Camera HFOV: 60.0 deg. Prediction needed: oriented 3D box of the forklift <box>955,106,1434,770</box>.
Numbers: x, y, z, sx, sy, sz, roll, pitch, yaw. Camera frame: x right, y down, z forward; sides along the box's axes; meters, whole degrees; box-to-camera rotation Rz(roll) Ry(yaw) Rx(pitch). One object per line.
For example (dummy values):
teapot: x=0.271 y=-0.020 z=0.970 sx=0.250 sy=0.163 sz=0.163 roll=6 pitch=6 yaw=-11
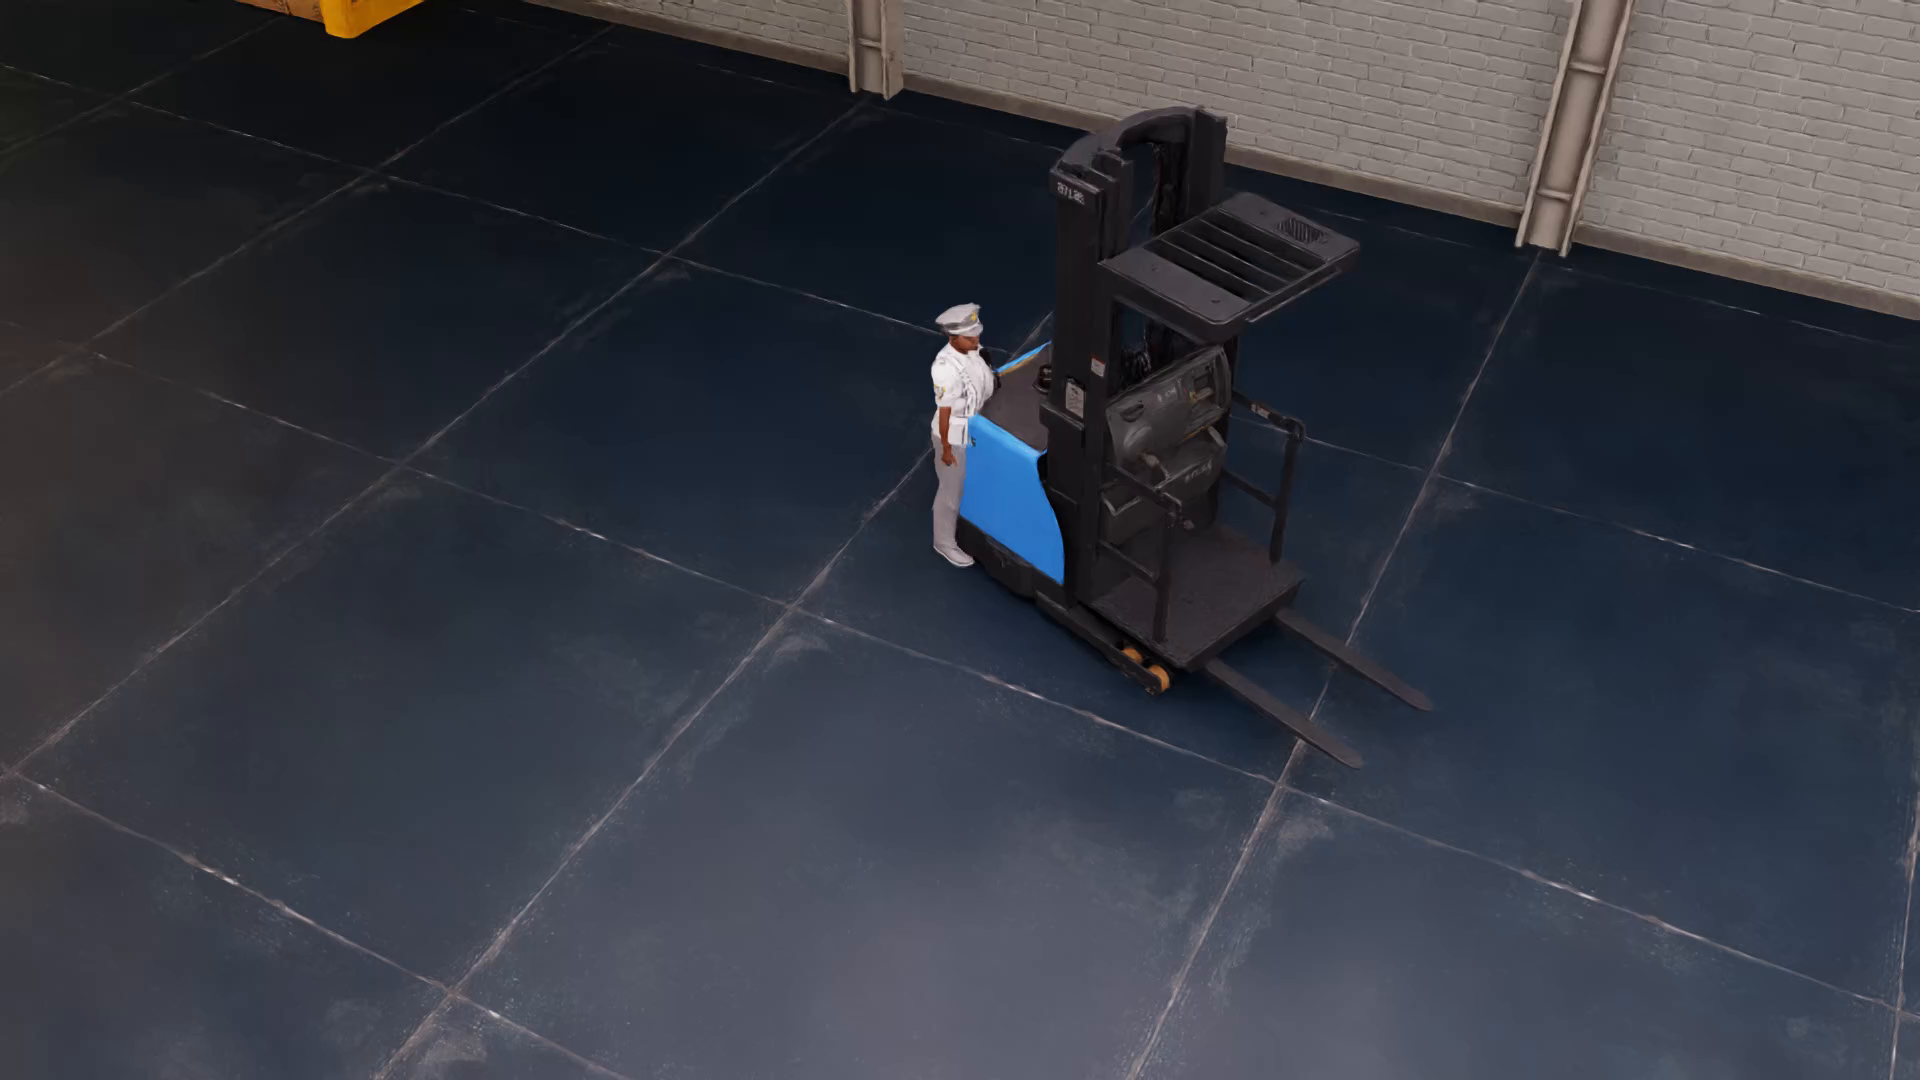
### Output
forklift: x=1.262 y=-0.638 z=8.745 sx=1.130 sy=2.935 sz=3.031 roll=-31 pitch=49 yaw=-31

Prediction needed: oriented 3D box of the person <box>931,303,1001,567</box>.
person: x=0.015 y=-0.630 z=9.711 sx=0.339 sy=1.680 sz=0.446 roll=18 pitch=43 yaw=21
